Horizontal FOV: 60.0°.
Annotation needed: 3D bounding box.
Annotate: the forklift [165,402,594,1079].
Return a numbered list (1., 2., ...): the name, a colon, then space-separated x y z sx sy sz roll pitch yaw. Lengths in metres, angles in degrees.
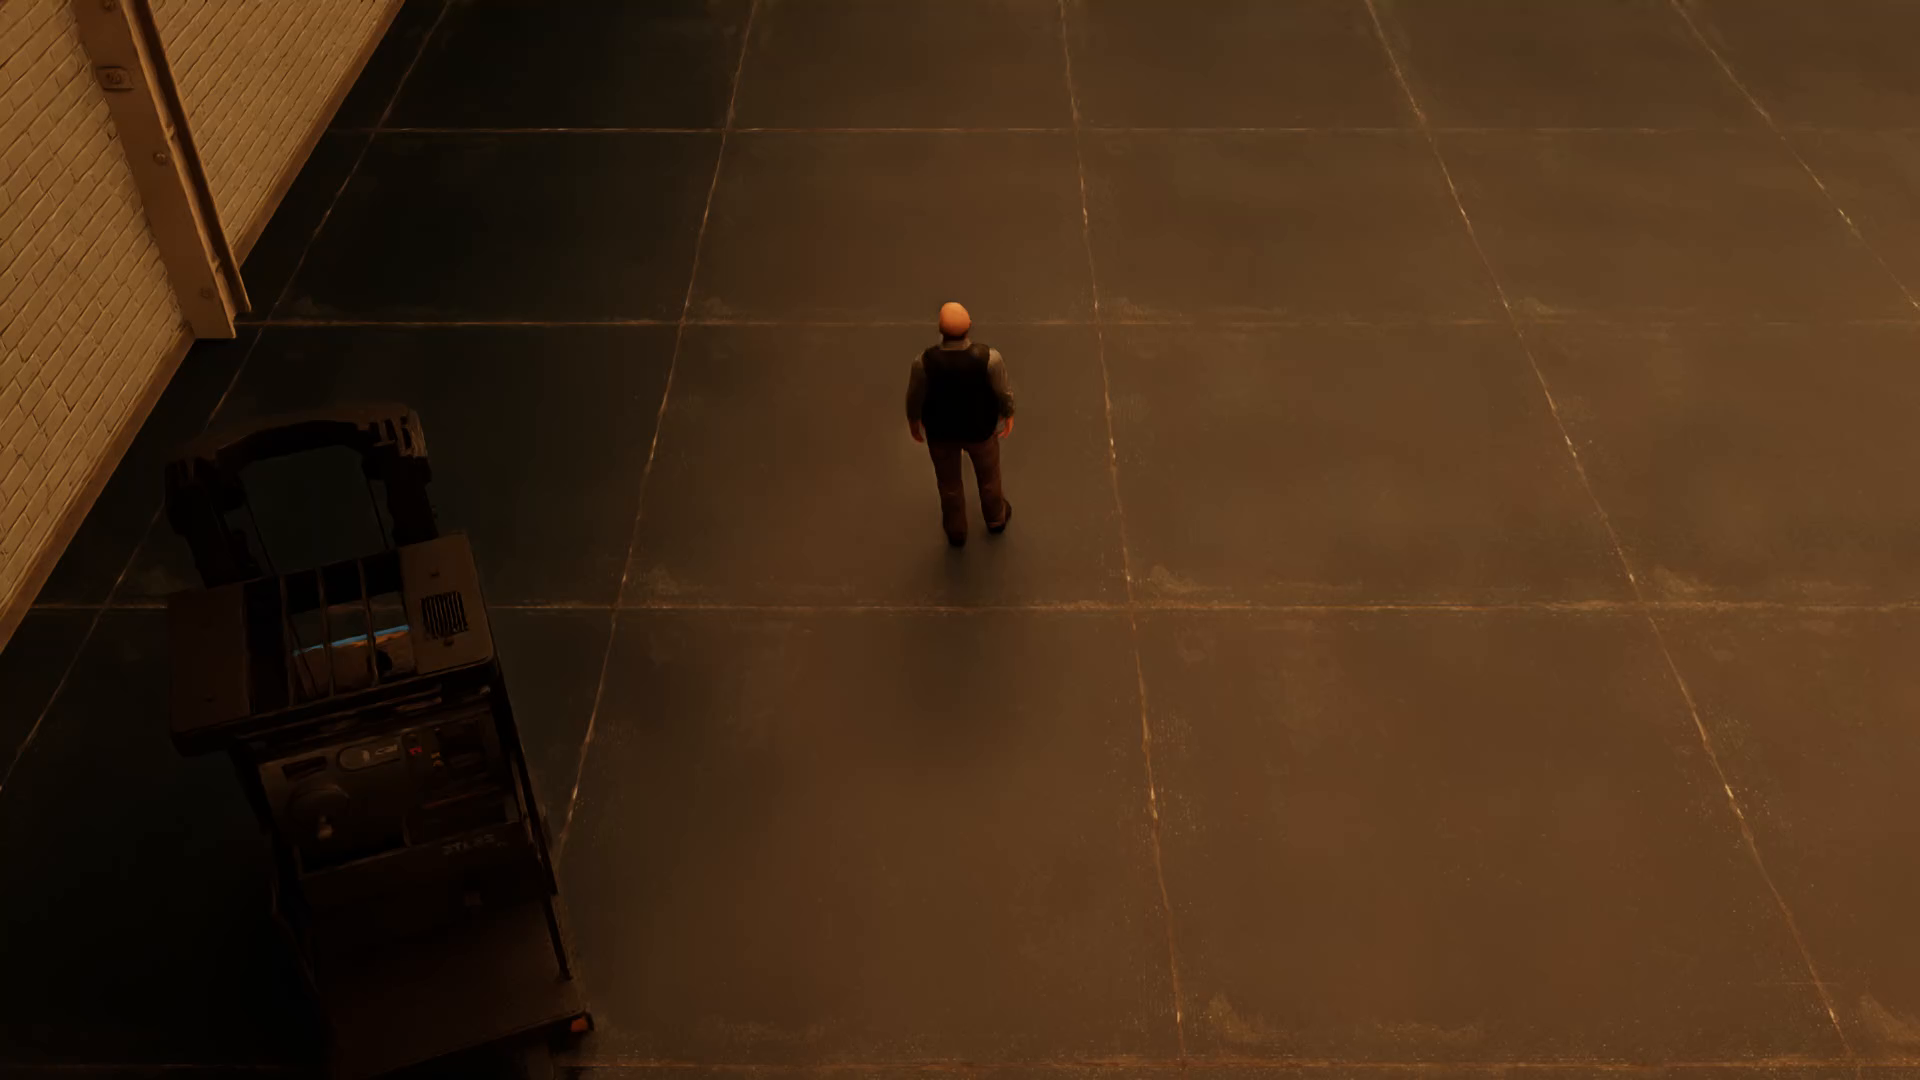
1. forklift: -2.303 1.041 6.708 1.130 2.935 3.031 -13 42 -15

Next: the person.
1. person: 0.008 -0.699 9.647 0.632 1.720 0.567 0 41 0
